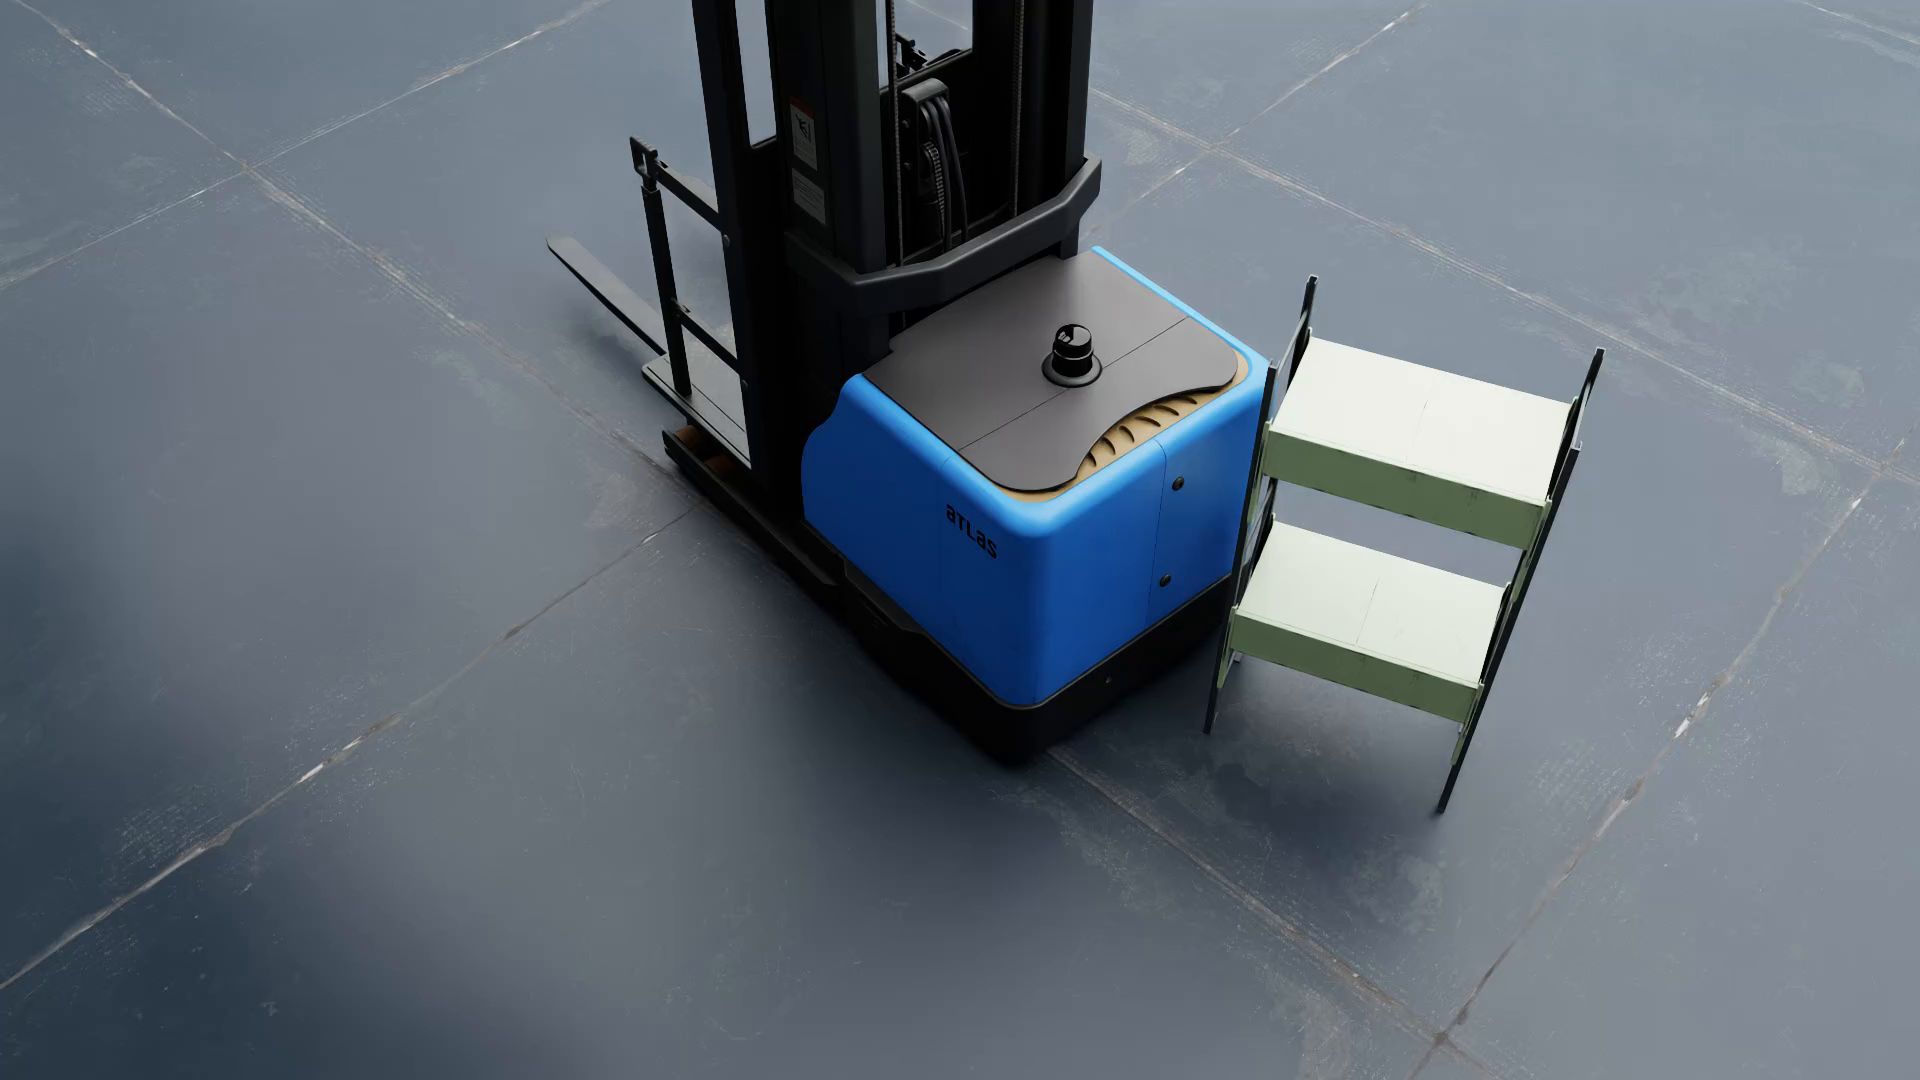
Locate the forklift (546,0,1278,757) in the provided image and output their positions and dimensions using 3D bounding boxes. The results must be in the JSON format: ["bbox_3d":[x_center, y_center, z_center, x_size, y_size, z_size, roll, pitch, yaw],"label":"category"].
[{"bbox_3d":[-0.405,-1.353,5.010,1.130,2.935,3.031,-32,54,-26],"label":"forklift"}]

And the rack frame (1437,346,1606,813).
[{"bbox_3d":[1.519,0.167,4.564,0.023,1.500,0.400,17,49,16],"label":"rack frame"}]

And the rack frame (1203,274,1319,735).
[{"bbox_3d":[0.847,-0.044,4.763,0.023,1.500,0.400,17,49,16],"label":"rack frame"}]

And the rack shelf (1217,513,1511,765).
[{"bbox_3d":[1.183,0.285,4.901,0.720,0.370,0.431,17,49,16],"label":"rack shelf"}]

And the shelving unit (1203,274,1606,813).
[{"bbox_3d":[1.183,0.062,4.663,0.755,1.500,0.431,17,49,16],"label":"shelving unit"}]

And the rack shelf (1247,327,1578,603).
[{"bbox_3d":[1.183,-0.206,4.379,0.720,0.370,0.431,17,49,16],"label":"rack shelf"}]
